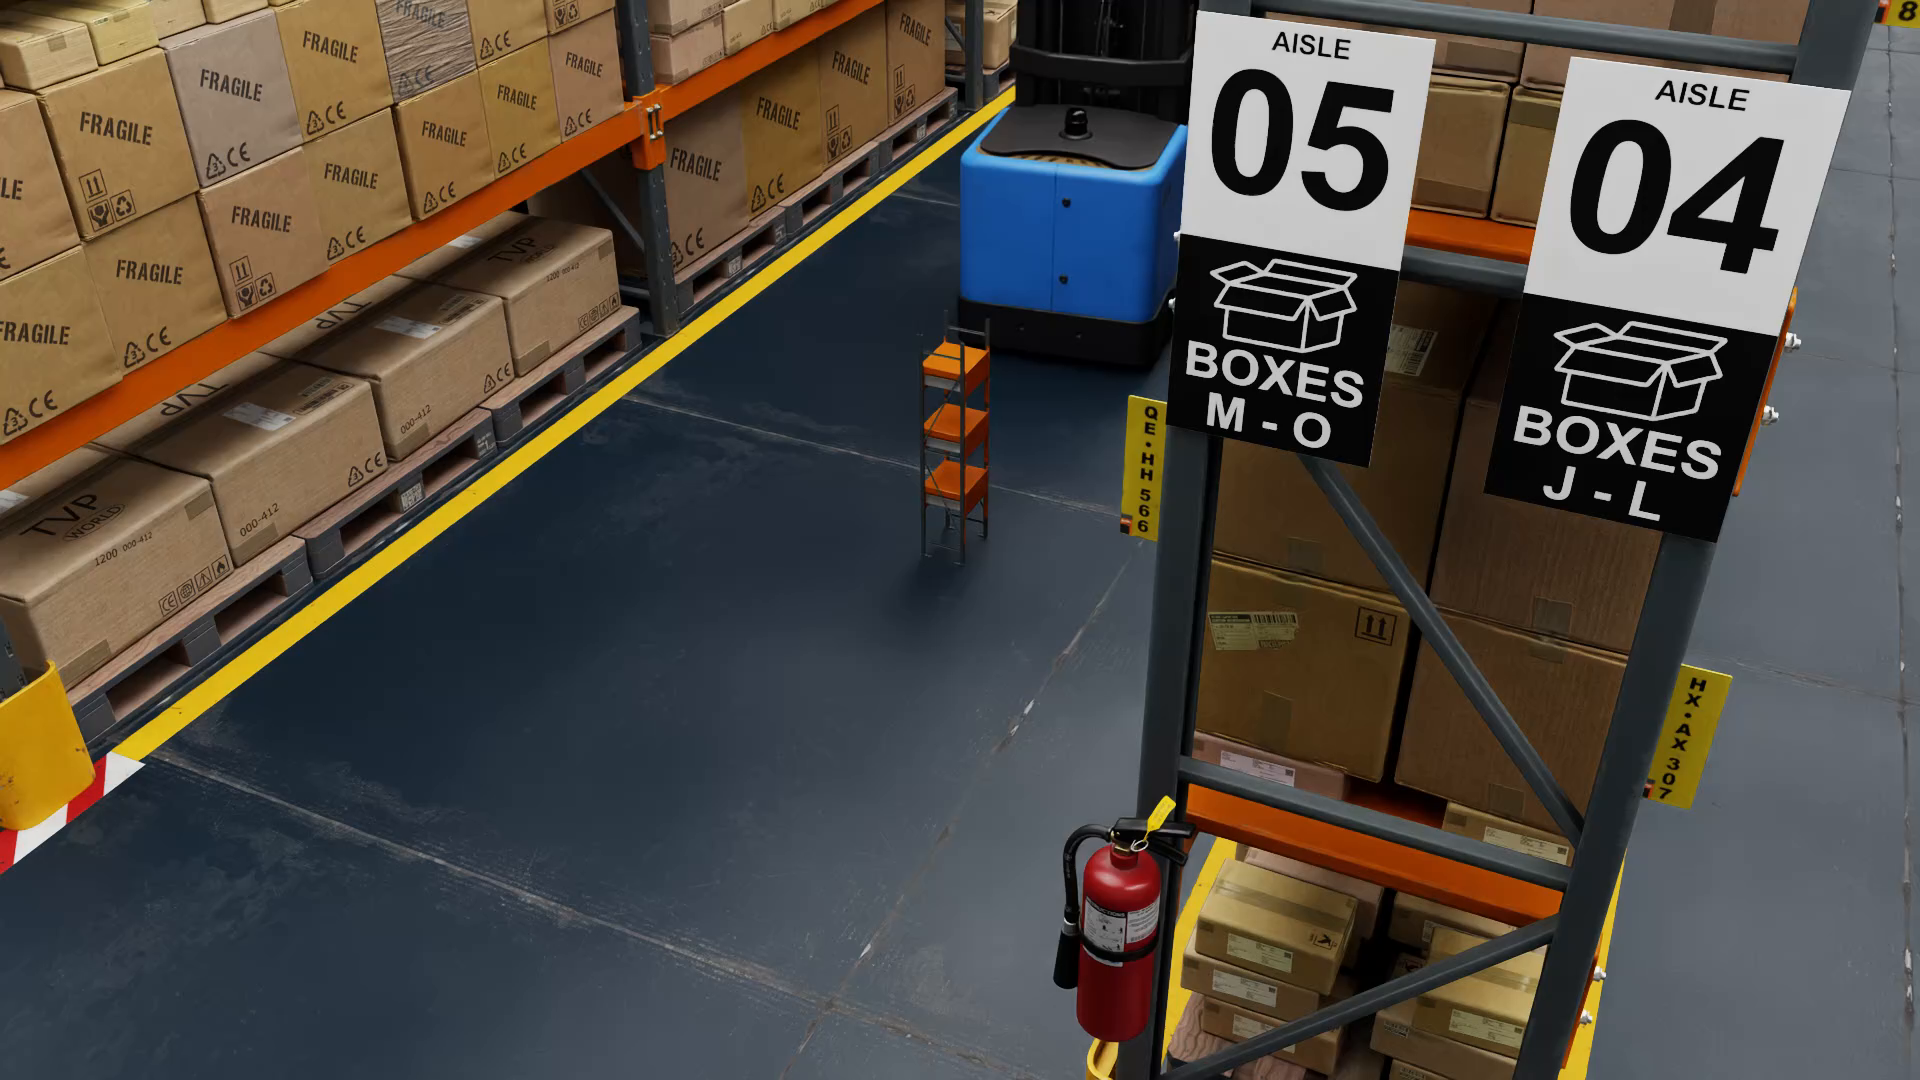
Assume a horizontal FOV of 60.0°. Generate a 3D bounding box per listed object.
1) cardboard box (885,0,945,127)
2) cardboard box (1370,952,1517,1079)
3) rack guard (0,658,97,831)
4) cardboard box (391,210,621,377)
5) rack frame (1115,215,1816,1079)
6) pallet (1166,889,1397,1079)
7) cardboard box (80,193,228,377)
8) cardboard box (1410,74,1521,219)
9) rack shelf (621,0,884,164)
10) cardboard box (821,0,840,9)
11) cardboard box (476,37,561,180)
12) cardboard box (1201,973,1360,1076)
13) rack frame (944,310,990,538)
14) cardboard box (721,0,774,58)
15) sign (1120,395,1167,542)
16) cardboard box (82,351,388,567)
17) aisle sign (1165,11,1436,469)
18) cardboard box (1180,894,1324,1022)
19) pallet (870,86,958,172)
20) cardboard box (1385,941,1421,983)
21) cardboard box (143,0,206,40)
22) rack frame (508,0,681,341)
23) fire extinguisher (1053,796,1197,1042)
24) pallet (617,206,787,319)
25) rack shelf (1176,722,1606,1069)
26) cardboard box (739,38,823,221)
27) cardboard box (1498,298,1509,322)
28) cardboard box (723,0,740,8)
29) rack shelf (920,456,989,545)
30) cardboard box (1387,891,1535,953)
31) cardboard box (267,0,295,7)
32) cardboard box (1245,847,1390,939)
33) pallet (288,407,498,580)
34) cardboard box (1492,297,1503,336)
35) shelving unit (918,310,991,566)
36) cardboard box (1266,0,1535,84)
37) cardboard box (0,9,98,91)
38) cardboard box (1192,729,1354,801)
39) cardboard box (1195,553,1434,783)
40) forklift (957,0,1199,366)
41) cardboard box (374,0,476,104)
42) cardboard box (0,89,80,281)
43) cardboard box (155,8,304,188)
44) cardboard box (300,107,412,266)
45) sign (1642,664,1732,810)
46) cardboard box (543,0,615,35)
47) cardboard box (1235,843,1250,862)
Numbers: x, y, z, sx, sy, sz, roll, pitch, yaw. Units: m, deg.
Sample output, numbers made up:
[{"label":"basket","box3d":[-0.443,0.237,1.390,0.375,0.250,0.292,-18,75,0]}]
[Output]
[{"label":"cardboard box","box3d":[-0.678,-3.419,11.283,0.875,0.875,0.875,14,36,20]},{"label":"cardboard box","box3d":[1.330,1.303,4.473,0.380,0.149,0.250,16,36,22]},{"label":"rack guard","box3d":[-3.671,0.585,5.902,1.175,0.500,0.348,14,36,20]},{"label":"cardboard box","box3d":[-2.347,-1.281,8.421,0.875,0.438,0.875,14,36,20]},{"label":"rack frame","box3d":[0.878,0.613,3.580,1.000,3.000,0.127,14,36,20]},{"label":"pallet","box3d":[1.281,1.344,5.007,1.003,0.211,1.213,14,36,20]},{"label":"cardboard box","box3d":[-3.013,-0.946,5.866,0.500,0.500,0.500,14,36,20]},{"label":"cardboard box","box3d":[0.828,-0.866,3.237,0.500,0.250,0.500,13,36,19]},{"label":"rack shelf","box3d":[-1.150,-3.160,9.990,1.077,0.370,4.000,14,36,20]},{"label":"cardboard box","box3d":[-0.902,-3.317,9.710,0.500,0.250,0.500,14,36,20]},{"label":"cardboard box","box3d":[-2.159,-1.959,7.412,0.500,0.500,0.500,13,36,19]},{"label":"cardboard box","box3d":[0.908,1.319,4.719,0.380,0.149,0.250,15,36,21]},{"label":"rack frame","box3d":[0.029,-0.473,7.014,0.200,1.050,0.008,14,36,20]},{"label":"cardboard box","box3d":[-1.348,-2.819,8.950,0.500,0.250,0.500,13,36,19]},{"label":"sign","box3d":[0.382,-0.141,3.385,0.100,0.325,0.005,14,36,20]},{"label":"cardboard box","box3d":[-3.100,-0.386,7.057,0.875,0.438,0.875,15,36,22]},{"label":"aisle sign","box3d":[0.575,-0.507,2.917,0.394,0.787,0.004,14,36,20]},{"label":"cardboard box","box3d":[0.839,1.177,4.666,0.380,0.149,0.250,13,36,19]},{"label":"pallet","box3d":[-0.712,-2.915,11.504,1.003,0.211,1.213,14,36,20]},{"label":"cardboard box","box3d":[1.423,1.293,4.760,0.380,0.149,0.250,14,36,20]},{"label":"cardboard box","box3d":[-2.847,-1.845,5.734,0.380,0.149,0.250,15,36,21]},{"label":"rack frame","box3d":[-1.987,-2.465,8.273,1.000,3.000,0.127,14,36,20]},{"label":"fire extinguisher","box3d":[0.353,0.821,3.674,0.296,0.674,0.183,14,36,20]},{"label":"pallet","box3d":[-1.733,-1.700,9.650,1.003,0.211,1.213,14,36,20]},{"label":"rack shelf","box3d":[1.714,-0.083,5.296,1.077,0.370,4.000,14,36,20]},{"label":"cardboard box","box3d":[-1.430,-2.531,9.929,0.875,0.875,0.875,15,36,22]},{"label":"cardboard box","box3d":[1.512,-0.387,3.831,0.500,0.500,0.500,15,36,22]},{"label":"cardboard box","box3d":[-1.354,-3.032,8.819,0.500,0.250,0.500,15,36,21]},{"label":"rack shelf","box3d":[-0.022,-0.171,7.080,0.215,0.259,0.240,14,36,20]},{"label":"cardboard box","box3d":[1.411,1.033,4.614,0.380,0.149,0.250,15,36,21]},{"label":"cardboard box","box3d":[-2.574,-2.080,6.092,0.380,0.149,0.250,13,36,19]},{"label":"cardboard box","box3d":[1.026,0.947,4.745,0.380,0.149,0.250,15,36,21]},{"label":"pallet","box3d":[-2.885,-0.328,7.558,1.003,0.211,1.213,14,36,20]},{"label":"cardboard box","box3d":[1.055,-0.509,4.016,0.500,0.500,0.500,13,35,19]},{"label":"shelving unit","box3d":[-0.022,-0.412,6.921,0.215,1.050,0.252,14,36,20]},{"label":"cardboard box","box3d":[0.839,-1.076,3.101,0.500,0.250,0.500,13,35,19]},{"label":"cardboard box","box3d":[-3.003,-1.567,5.310,0.380,0.149,0.250,15,36,22]},{"label":"cardboard box","box3d":[0.757,0.491,3.995,0.380,0.149,0.250,14,36,21]},{"label":"cardboard box","box3d":[0.832,0.164,3.902,0.500,0.500,0.500,15,36,21]},{"label":"forklift","box3d":[0.912,-2.916,9.024,1.130,2.935,3.031,10,34,14]},{"label":"cardboard box","box3d":[-2.358,-2.120,6.744,0.500,0.500,0.500,15,36,21]},{"label":"cardboard box","box3d":[-3.201,-1.106,5.199,0.500,0.500,0.500,13,36,19]},{"label":"cardboard box","box3d":[-2.783,-1.623,5.987,0.500,0.500,0.500,14,36,20]},{"label":"cardboard box","box3d":[-2.589,-1.448,6.632,0.500,0.500,0.500,15,36,22]},{"label":"sign","box3d":[1.371,0.375,3.153,0.100,0.325,0.005,14,36,20]},{"label":"cardboard box","box3d":[-1.934,-2.626,7.517,0.500,0.500,0.500,14,36,20]},{"label":"cardboard box","box3d":[1.055,0.917,5.061,0.380,0.149,0.250,13,35,19]}]
